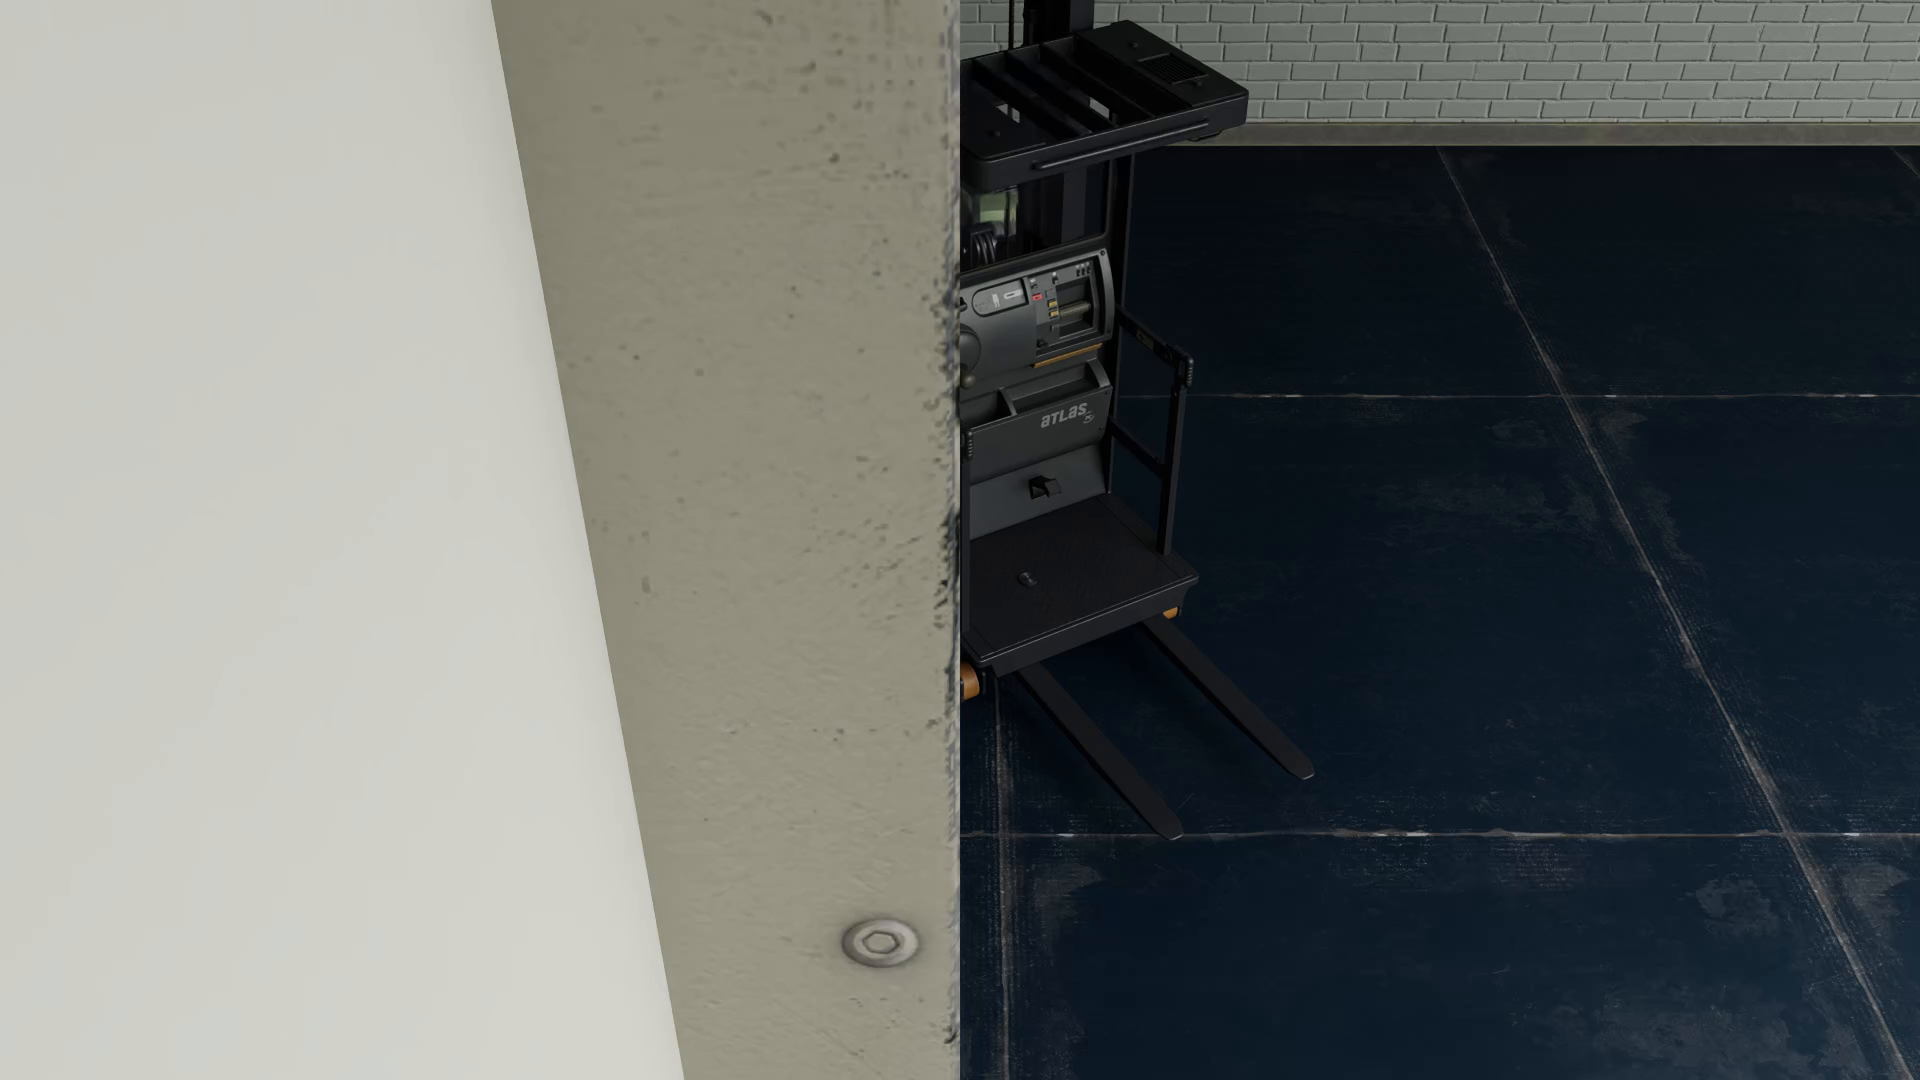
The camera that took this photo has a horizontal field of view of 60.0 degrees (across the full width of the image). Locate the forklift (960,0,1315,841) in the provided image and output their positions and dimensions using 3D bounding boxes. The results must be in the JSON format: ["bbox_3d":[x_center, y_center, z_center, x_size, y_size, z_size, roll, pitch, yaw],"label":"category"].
[{"bbox_3d":[0.307,-0.805,6.410,1.130,2.935,3.031,-20,43,-23],"label":"forklift"}]

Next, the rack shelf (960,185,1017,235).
[{"bbox_3d":[0.188,-1.527,7.765,0.431,0.370,0.720,-7,34,-8],"label":"rack shelf"}]

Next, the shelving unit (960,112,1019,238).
[{"bbox_3d":[0.196,-1.202,7.981,0.431,1.500,0.755,-7,34,-8],"label":"shelving unit"}]

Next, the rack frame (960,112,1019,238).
[{"bbox_3d":[0.131,-1.401,8.282,0.400,1.500,0.023,-7,34,-8],"label":"rack frame"}]

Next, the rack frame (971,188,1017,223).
[{"bbox_3d":[0.261,-1.004,7.680,0.400,1.500,0.023,-7,34,-8],"label":"rack frame"}]
